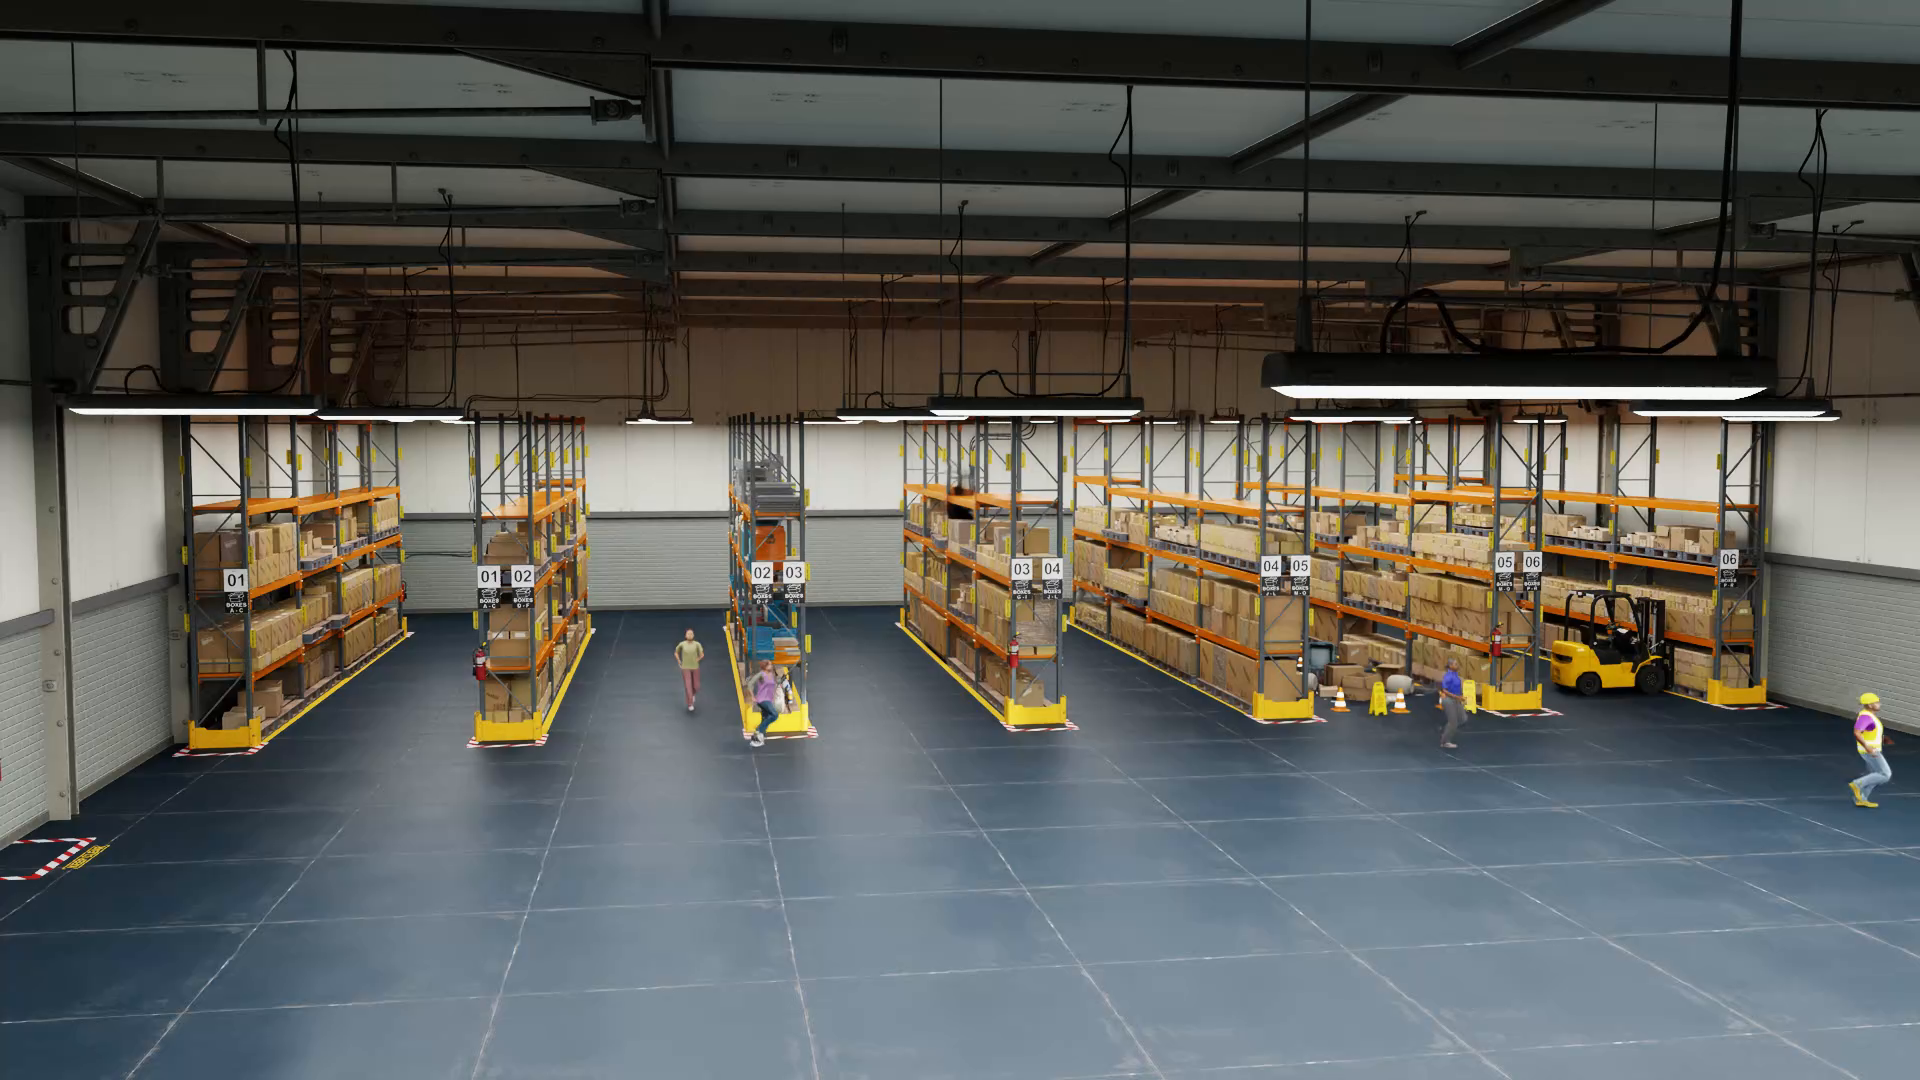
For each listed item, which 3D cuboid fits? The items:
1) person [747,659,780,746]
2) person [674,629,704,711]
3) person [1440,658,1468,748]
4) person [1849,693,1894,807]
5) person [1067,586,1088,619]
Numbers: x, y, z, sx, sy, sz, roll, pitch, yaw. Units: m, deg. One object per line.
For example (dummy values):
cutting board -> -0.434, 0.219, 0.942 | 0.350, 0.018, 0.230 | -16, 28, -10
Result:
person -> -3.463, 2.916, 29.880 | 0.550, 1.541, 0.537 | 2, 4, 24
person -> -5.486, 2.611, 33.747 | 0.589, 1.629, 0.802 | -1, 4, -17
person -> 8.774, 2.902, 29.581 | 0.544, 1.610, 0.550 | 3, 5, 37
person -> 13.702, 3.161, 24.980 | 0.576, 1.720, 0.698 | 2, 4, 28
person -> 3.563, 1.493, 49.649 | 0.729, 1.729, 0.679 | -1, 4, -10
